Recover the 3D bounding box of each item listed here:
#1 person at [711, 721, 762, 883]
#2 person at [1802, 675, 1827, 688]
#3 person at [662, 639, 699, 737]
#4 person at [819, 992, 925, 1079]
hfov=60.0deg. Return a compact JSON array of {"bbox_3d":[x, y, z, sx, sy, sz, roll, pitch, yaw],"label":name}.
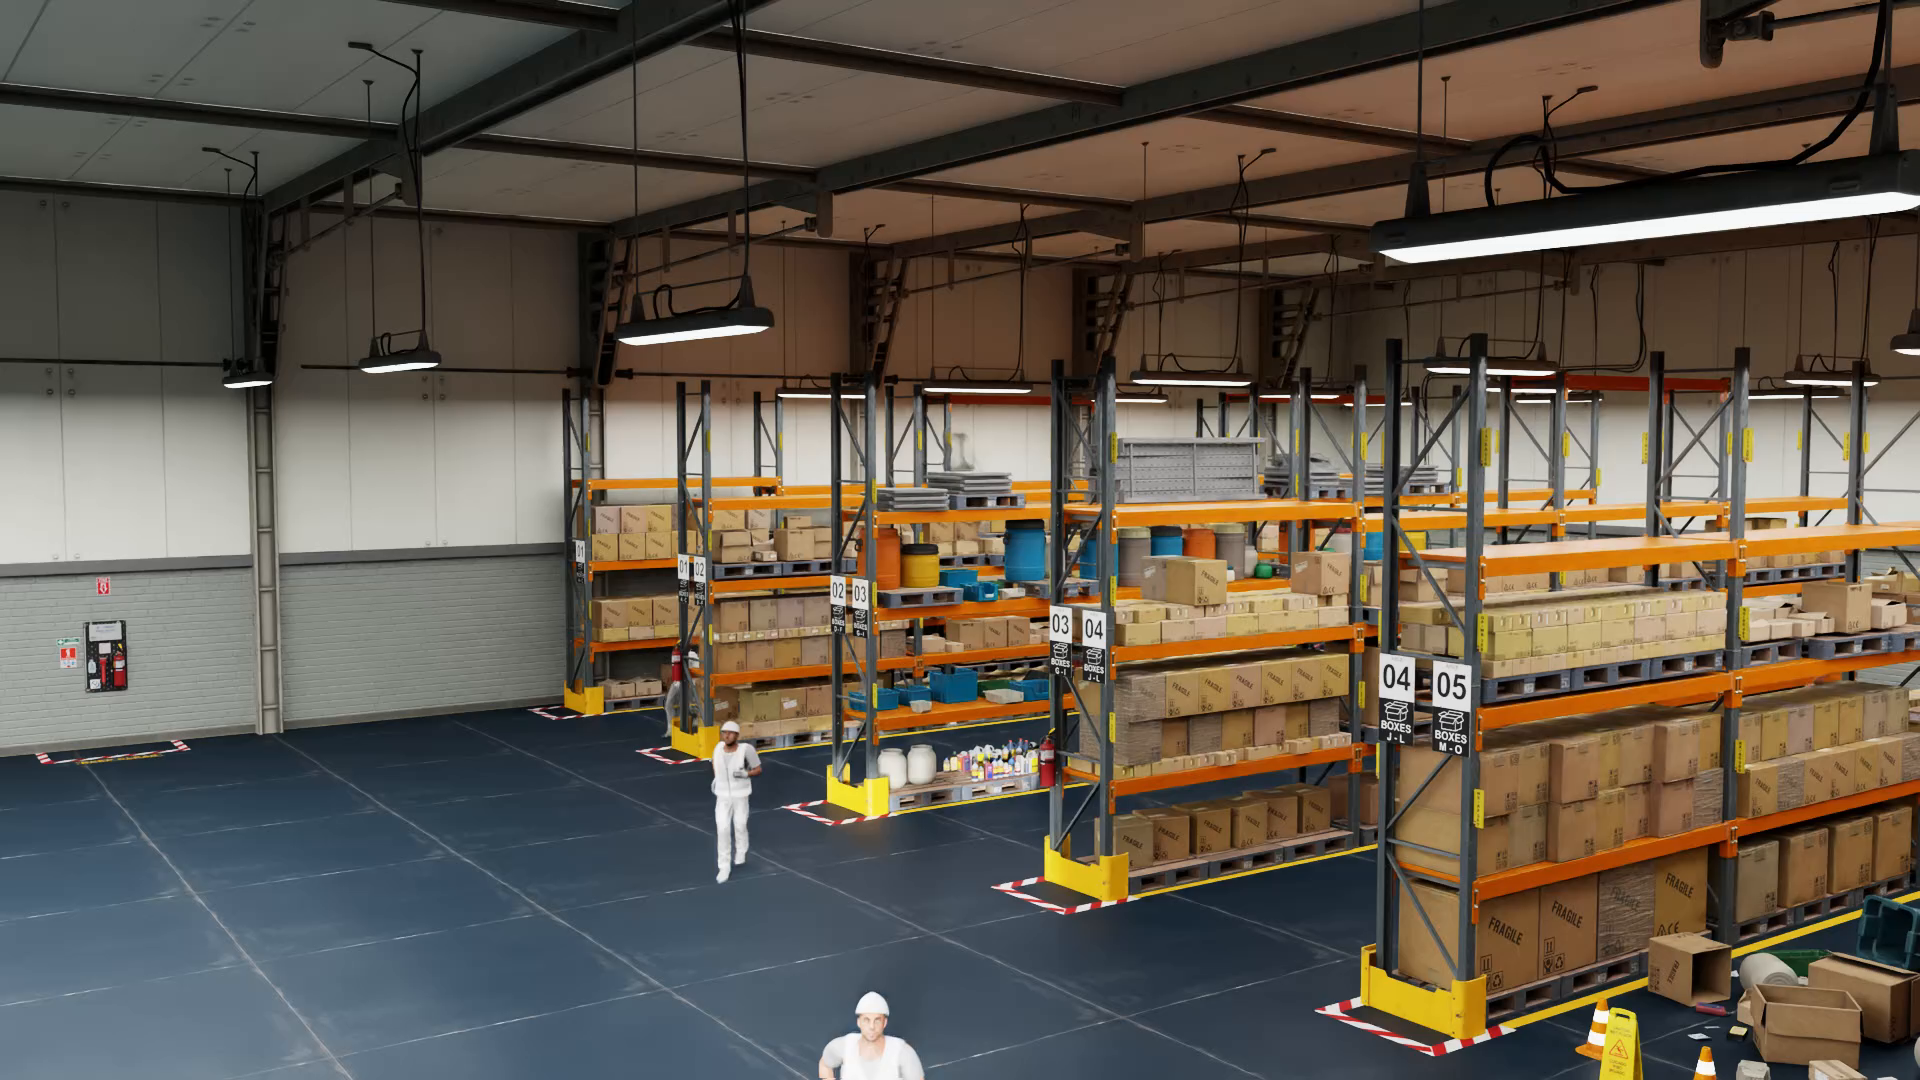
[{"bbox_3d":[-2.629,3.020,19.497,0.655,1.827,0.876,0,4,5],"label":"person"},{"bbox_3d":[12.638,2.721,24.508,0.635,1.752,0.643,-3,5,-38],"label":"person"},{"bbox_3d":[-4.696,2.496,28.488,0.741,1.767,0.802,3,5,42],"label":"person"},{"bbox_3d":[-0.532,3.612,10.039,0.654,1.796,0.994,0,4,-2],"label":"person"}]
